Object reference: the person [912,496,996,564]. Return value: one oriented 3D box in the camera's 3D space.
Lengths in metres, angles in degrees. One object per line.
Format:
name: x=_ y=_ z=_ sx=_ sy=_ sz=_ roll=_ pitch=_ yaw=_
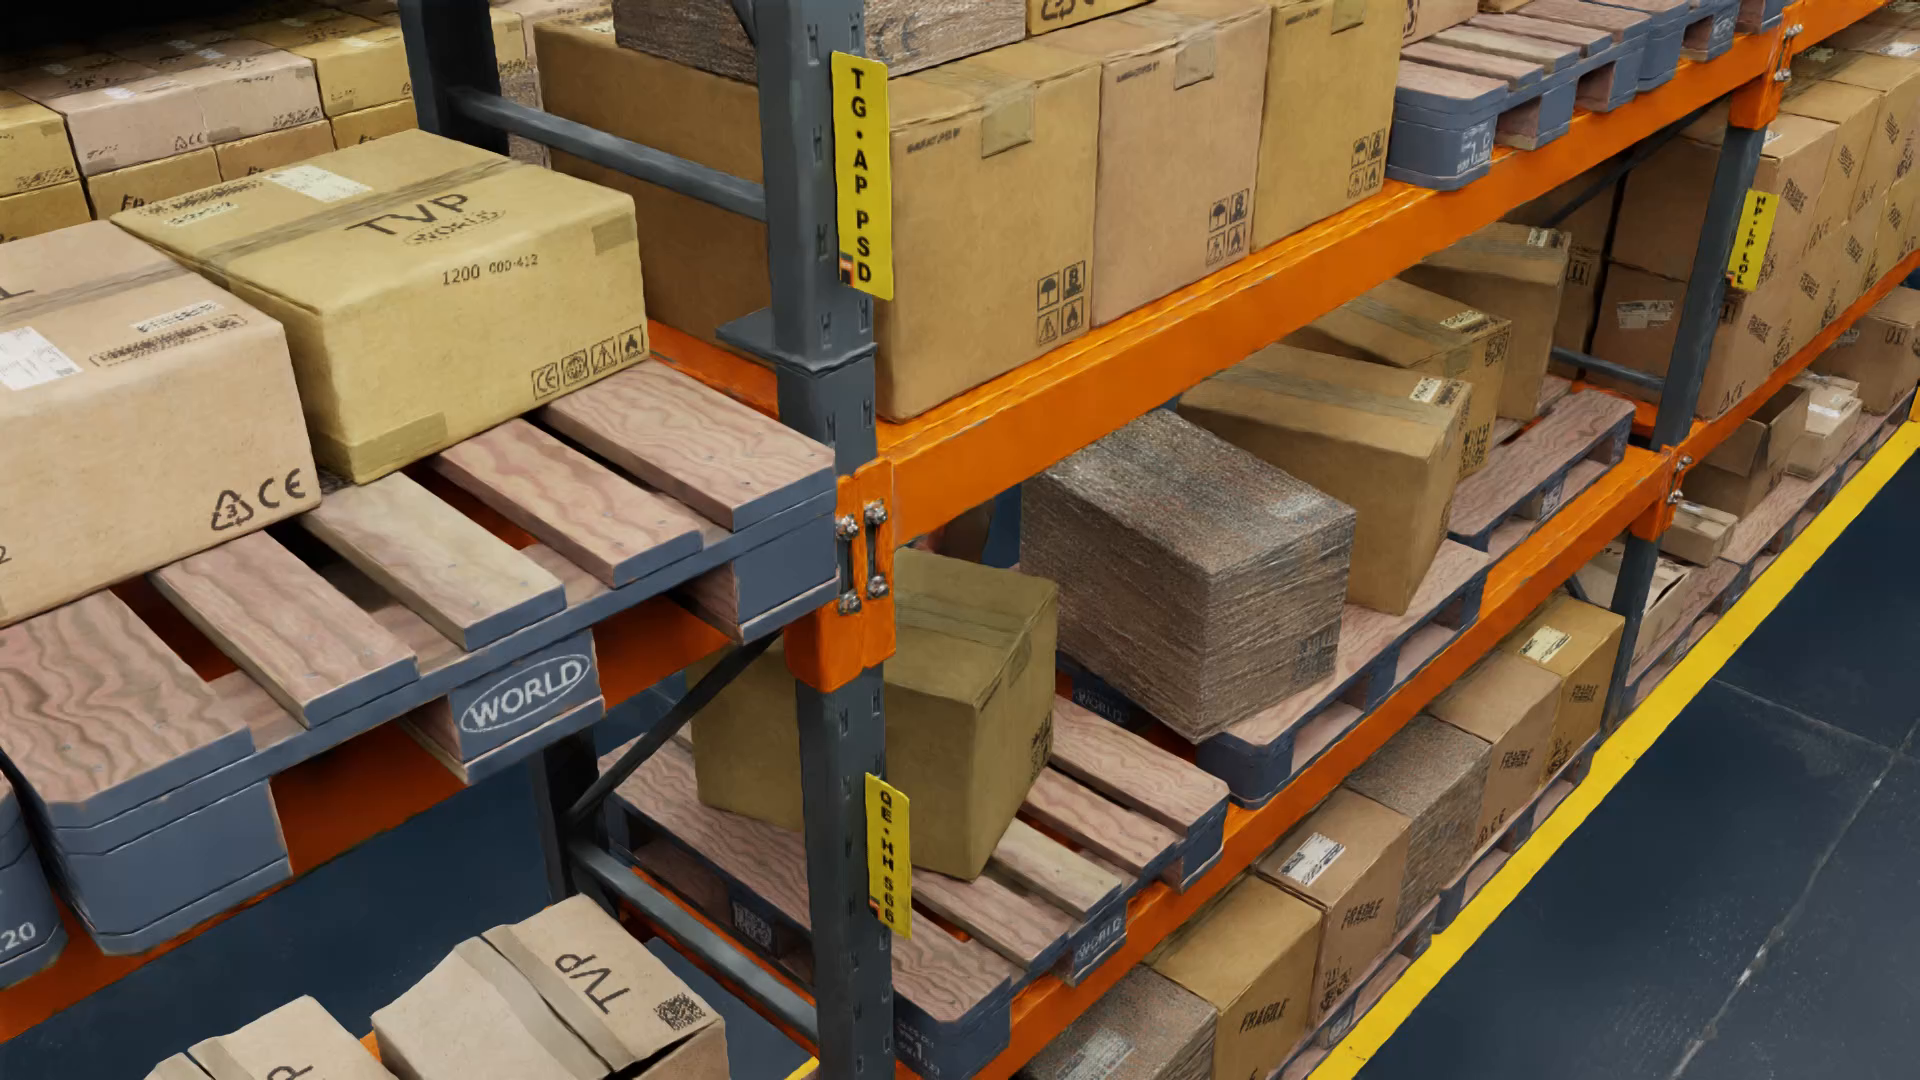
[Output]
person: x=-0.082 y=-0.087 z=6.271 sx=0.424 sy=1.729 sz=0.541 roll=5 pitch=32 yaw=9
